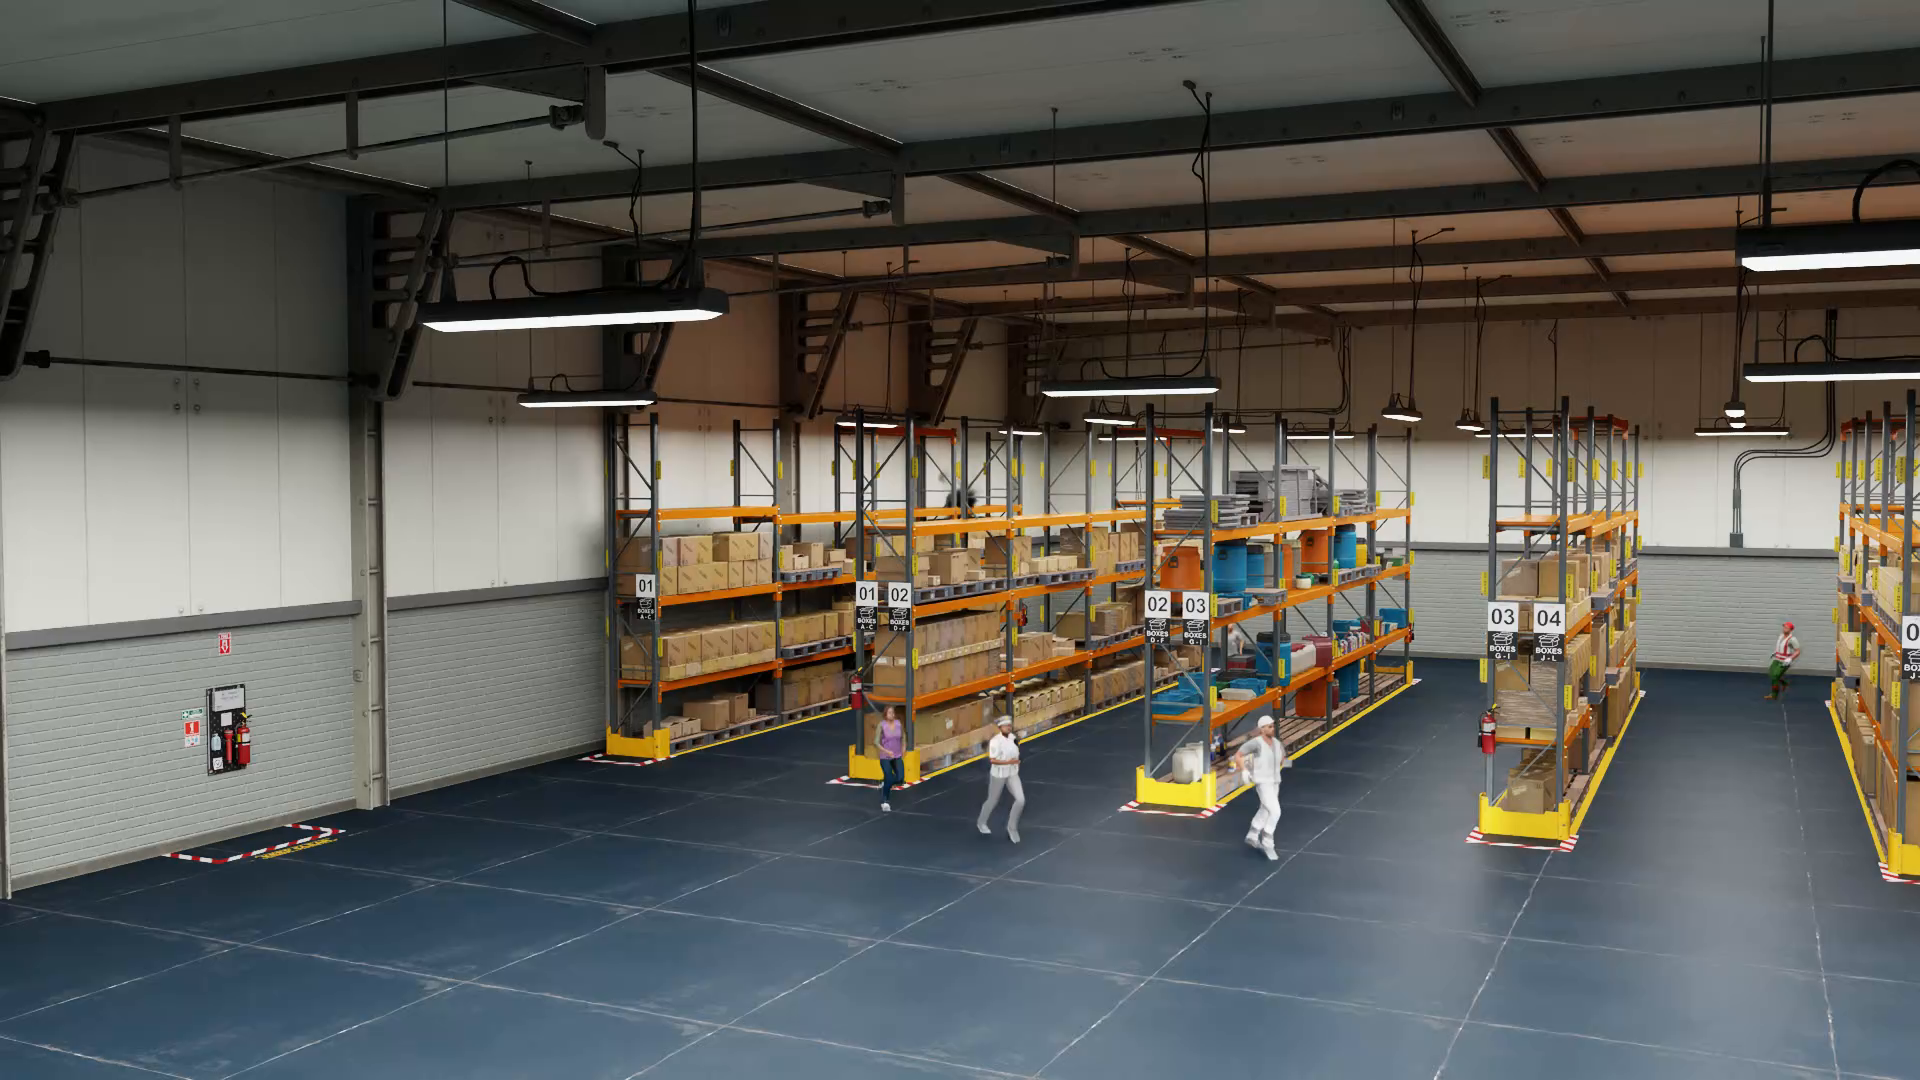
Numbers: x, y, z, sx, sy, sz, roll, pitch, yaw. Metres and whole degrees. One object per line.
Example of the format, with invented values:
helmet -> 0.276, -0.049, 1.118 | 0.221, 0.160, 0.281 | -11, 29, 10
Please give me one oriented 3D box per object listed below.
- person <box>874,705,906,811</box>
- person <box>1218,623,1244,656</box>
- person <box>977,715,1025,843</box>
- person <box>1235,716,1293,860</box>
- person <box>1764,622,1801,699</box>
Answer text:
person -> -1.009, 3.204, 24.436 | 0.566, 1.559, 0.603 | -1, 3, -27
person -> 6.076, 2.603, 37.366 | 0.536, 1.626, 0.701 | 1, 3, 17
person -> 0.598, 3.213, 22.499 | 0.586, 1.733, 0.878 | -1, 3, -32
person -> 3.973, 3.200, 21.557 | 0.645, 1.844, 0.771 | -2, 3, -40
person -> 17.910, 2.627, 36.102 | 0.609, 1.711, 0.698 | -1, 2, -14
